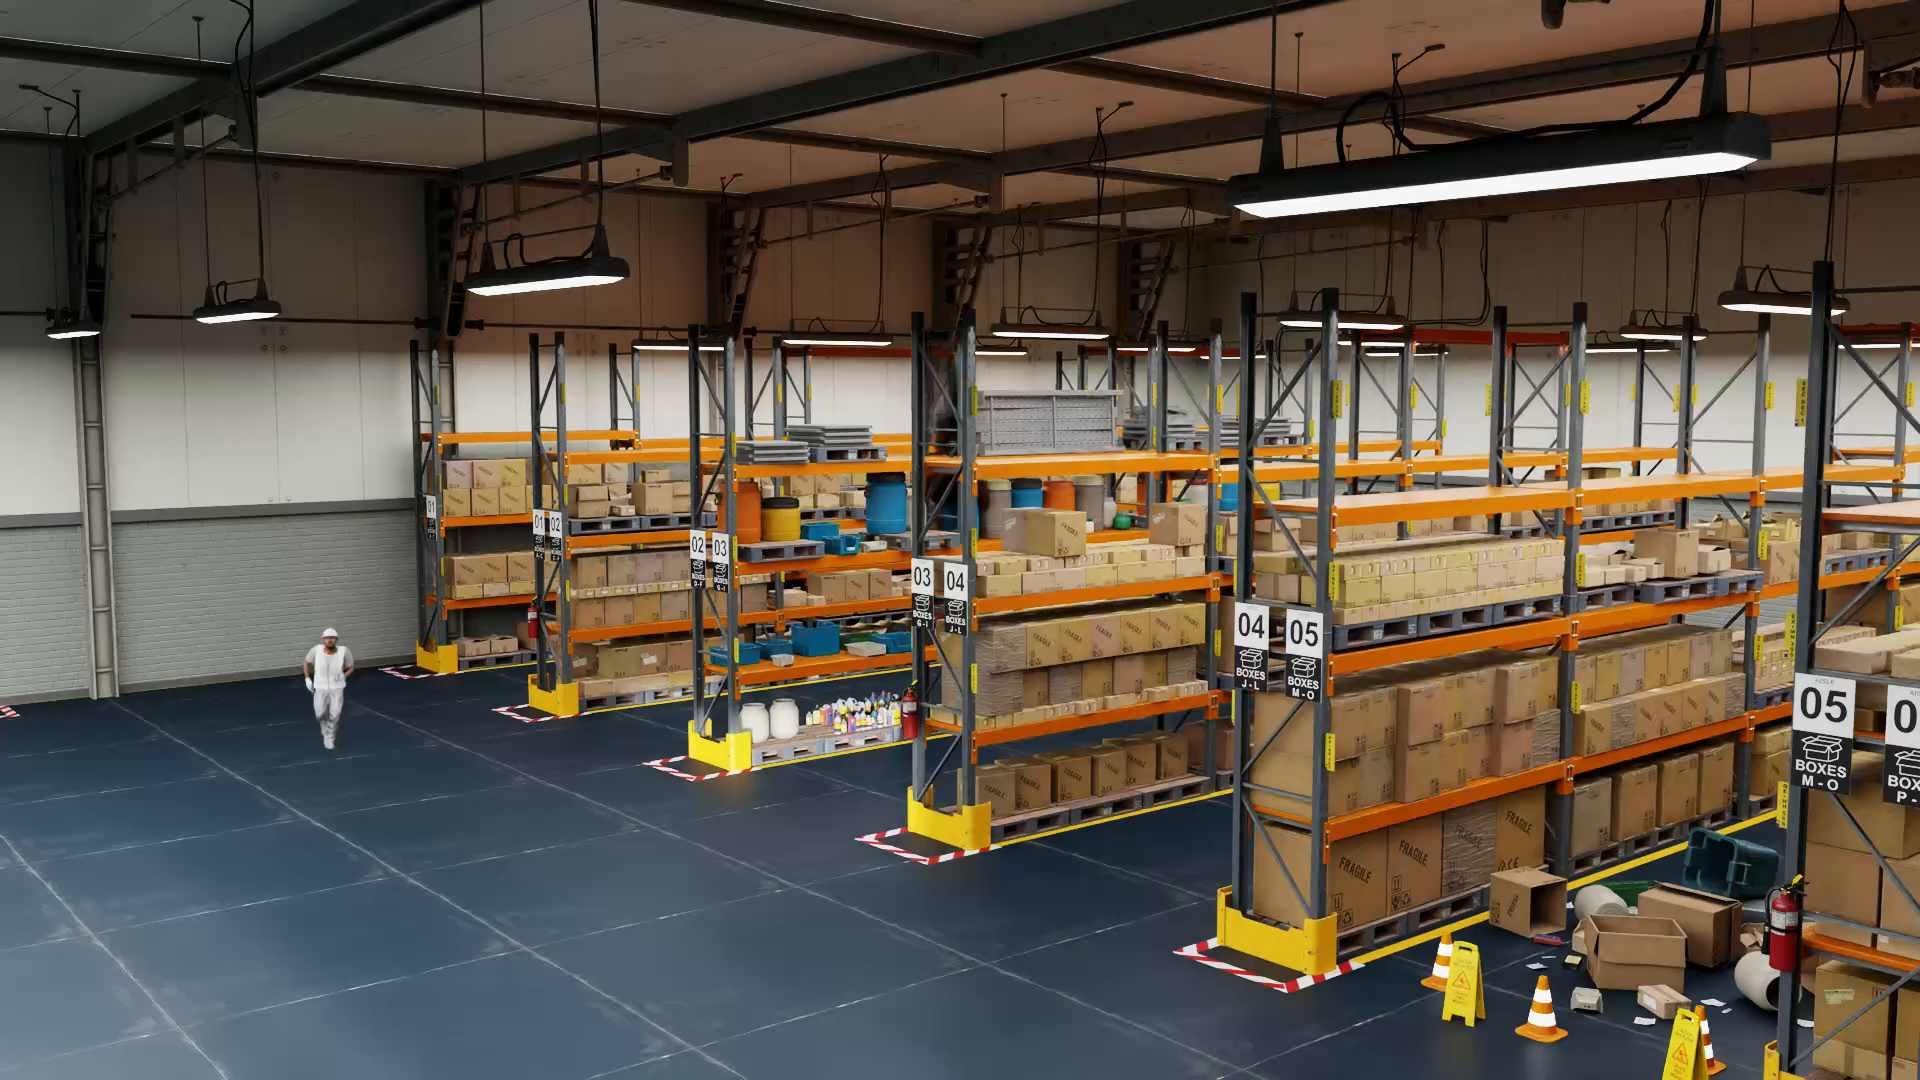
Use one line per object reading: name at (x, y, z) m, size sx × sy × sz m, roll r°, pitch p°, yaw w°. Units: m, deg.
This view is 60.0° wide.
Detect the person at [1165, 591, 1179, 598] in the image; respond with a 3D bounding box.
person at (3.878, 1.330, 32.089) m, size 1.002 × 1.758 × 0.694 m, roll -5°, pitch 7°, yaw -42°

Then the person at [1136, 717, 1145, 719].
person at (2.630, 1.806, 24.408) m, size 0.652 × 1.665 × 0.746 m, roll 3°, pitch 6°, yaw 33°

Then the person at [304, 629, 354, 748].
person at (-8.987, 2.114, 23.691) m, size 0.679 × 1.727 × 0.636 m, roll -2°, pitch 6°, yaw -17°

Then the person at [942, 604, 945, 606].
person at (-0.145, 1.228, 34.038) m, size 0.762 × 1.622 × 0.592 m, roll -5°, pitch 7°, yaw -43°
